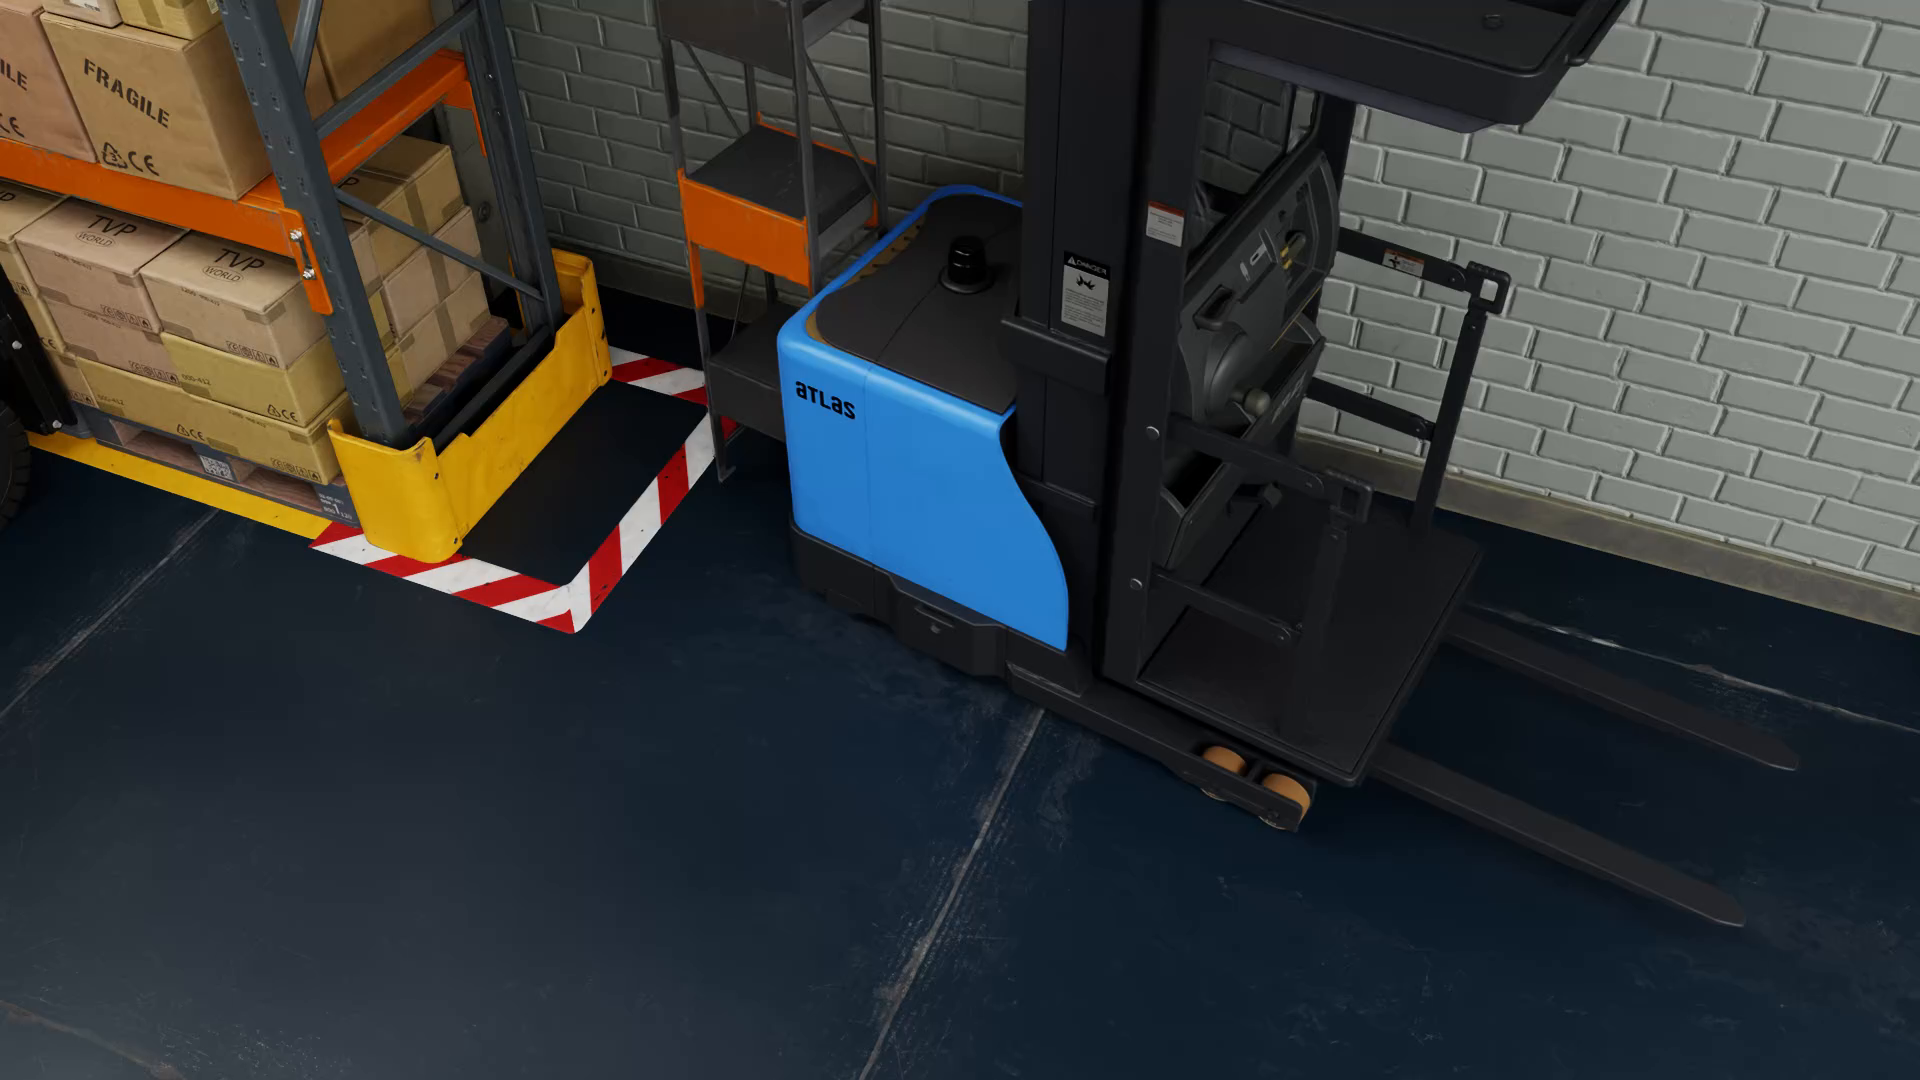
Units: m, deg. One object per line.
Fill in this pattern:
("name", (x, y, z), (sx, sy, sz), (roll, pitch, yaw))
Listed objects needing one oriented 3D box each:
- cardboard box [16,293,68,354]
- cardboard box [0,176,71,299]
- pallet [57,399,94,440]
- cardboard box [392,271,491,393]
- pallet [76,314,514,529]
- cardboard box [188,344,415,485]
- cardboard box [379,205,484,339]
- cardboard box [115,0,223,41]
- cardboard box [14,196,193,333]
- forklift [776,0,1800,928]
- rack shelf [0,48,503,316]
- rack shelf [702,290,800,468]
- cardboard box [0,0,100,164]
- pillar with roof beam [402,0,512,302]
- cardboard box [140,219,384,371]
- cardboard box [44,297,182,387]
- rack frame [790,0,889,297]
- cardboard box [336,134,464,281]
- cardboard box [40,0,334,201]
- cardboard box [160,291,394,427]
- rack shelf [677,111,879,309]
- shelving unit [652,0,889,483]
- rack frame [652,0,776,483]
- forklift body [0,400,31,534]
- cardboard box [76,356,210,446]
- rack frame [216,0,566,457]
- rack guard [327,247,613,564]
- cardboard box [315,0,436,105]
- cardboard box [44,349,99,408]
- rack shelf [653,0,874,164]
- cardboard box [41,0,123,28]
("cardboard box", (-3.233, -0.952, 5.877), (0.500, 0.250, 0.500), (15, 47, 15))
("cardboard box", (-3.209, -1.118, 5.690), (0.500, 0.250, 0.500), (17, 47, 16))
("pallet", (-3.564, -0.927, 6.531), (1.213, 0.211, 1.003), (16, 47, 16))
("cardboard box", (-2.099, -0.837, 6.116), (0.500, 0.250, 0.500), (17, 47, 16))
("pallet", (-2.442, -0.594, 6.197), (1.213, 0.211, 1.003), (16, 47, 16))
("cardboard box", (-2.276, -0.498, 5.776), (0.500, 0.250, 0.500), (17, 47, 16))
("cardboard box", (-2.074, -1.017, 5.942), (0.500, 0.250, 0.500), (17, 47, 17))
("cardboard box", (-2.148, -1.579, 4.680), (0.250, 0.149, 0.380), (17, 47, 16))
("cardboard box", (-2.739, -0.988, 5.559), (0.500, 0.250, 0.500), (17, 47, 17))
("forklift", (0.967, -0.621, 4.296), (3.031, 2.935, 1.130), (24, 50, 22))
("rack shelf", (-3.566, -1.690, 5.832), (4.000, 0.370, 1.077), (16, 47, 16))
("rack shelf", (-0.546, -0.474, 5.749), (0.480, 0.518, 0.431), (24, 50, 22))
("cardboard box", (-2.751, -1.547, 5.108), (0.500, 0.500, 0.500), (18, 48, 17))
("pillar with roof beam", (-3.674, -1.502, 0.880), (0.400, 9.000, 9.100), (16, 47, 16))
("cardboard box", (-2.266, -0.853, 5.423), (0.500, 0.250, 0.500), (18, 48, 17))
("cardboard box", (-2.749, -0.826, 5.750), (0.500, 0.250, 0.500), (16, 47, 15))
("rack frame", (-0.339, -0.889, 5.154), (0.015, 2.100, 0.400), (24, 50, 22))
("cardboard box", (-2.091, -1.185, 5.757), (0.500, 0.250, 0.500), (16, 47, 15))
("cardboard box", (-2.276, -1.400, 4.960), (0.500, 0.500, 0.500), (15, 47, 15))
("cardboard box", (-2.290, -0.682, 5.606), (0.500, 0.250, 0.500), (16, 47, 15))
("rack shelf", (-0.546, -0.970, 5.256), (0.480, 0.518, 0.431), (24, 50, 22))
("shelving unit", (-0.546, -0.980, 5.246), (0.503, 2.100, 0.431), (24, 50, 22))
("rack frame", (-0.753, -1.071, 5.338), (0.015, 2.100, 0.400), (24, 50, 22))
("forklift body", (-4.173, -0.429, 4.656), (1.214, 2.155, 2.313), (16, 47, 16))
("cardboard box", (-2.731, -0.640, 5.918), (0.500, 0.250, 0.500), (16, 47, 16))
("rack frame", (-1.720, -1.402, 5.033), (0.127, 3.000, 1.000), (16, 47, 16))
("rack guard", (-1.698, -0.510, 5.908), (0.348, 0.500, 1.175), (16, 47, 16))
("cardboard box", (-2.071, -1.753, 5.314), (0.500, 0.500, 0.500), (18, 48, 17))
("cardboard box", (-3.189, -0.781, 6.060), (0.500, 0.250, 0.500), (17, 47, 16))
("rack shelf", (-0.546, -1.466, 4.762), (0.480, 0.518, 0.431), (24, 50, 22))
("cardboard box", (-2.396, -1.629, 4.730), (0.250, 0.149, 0.380), (17, 47, 16))
